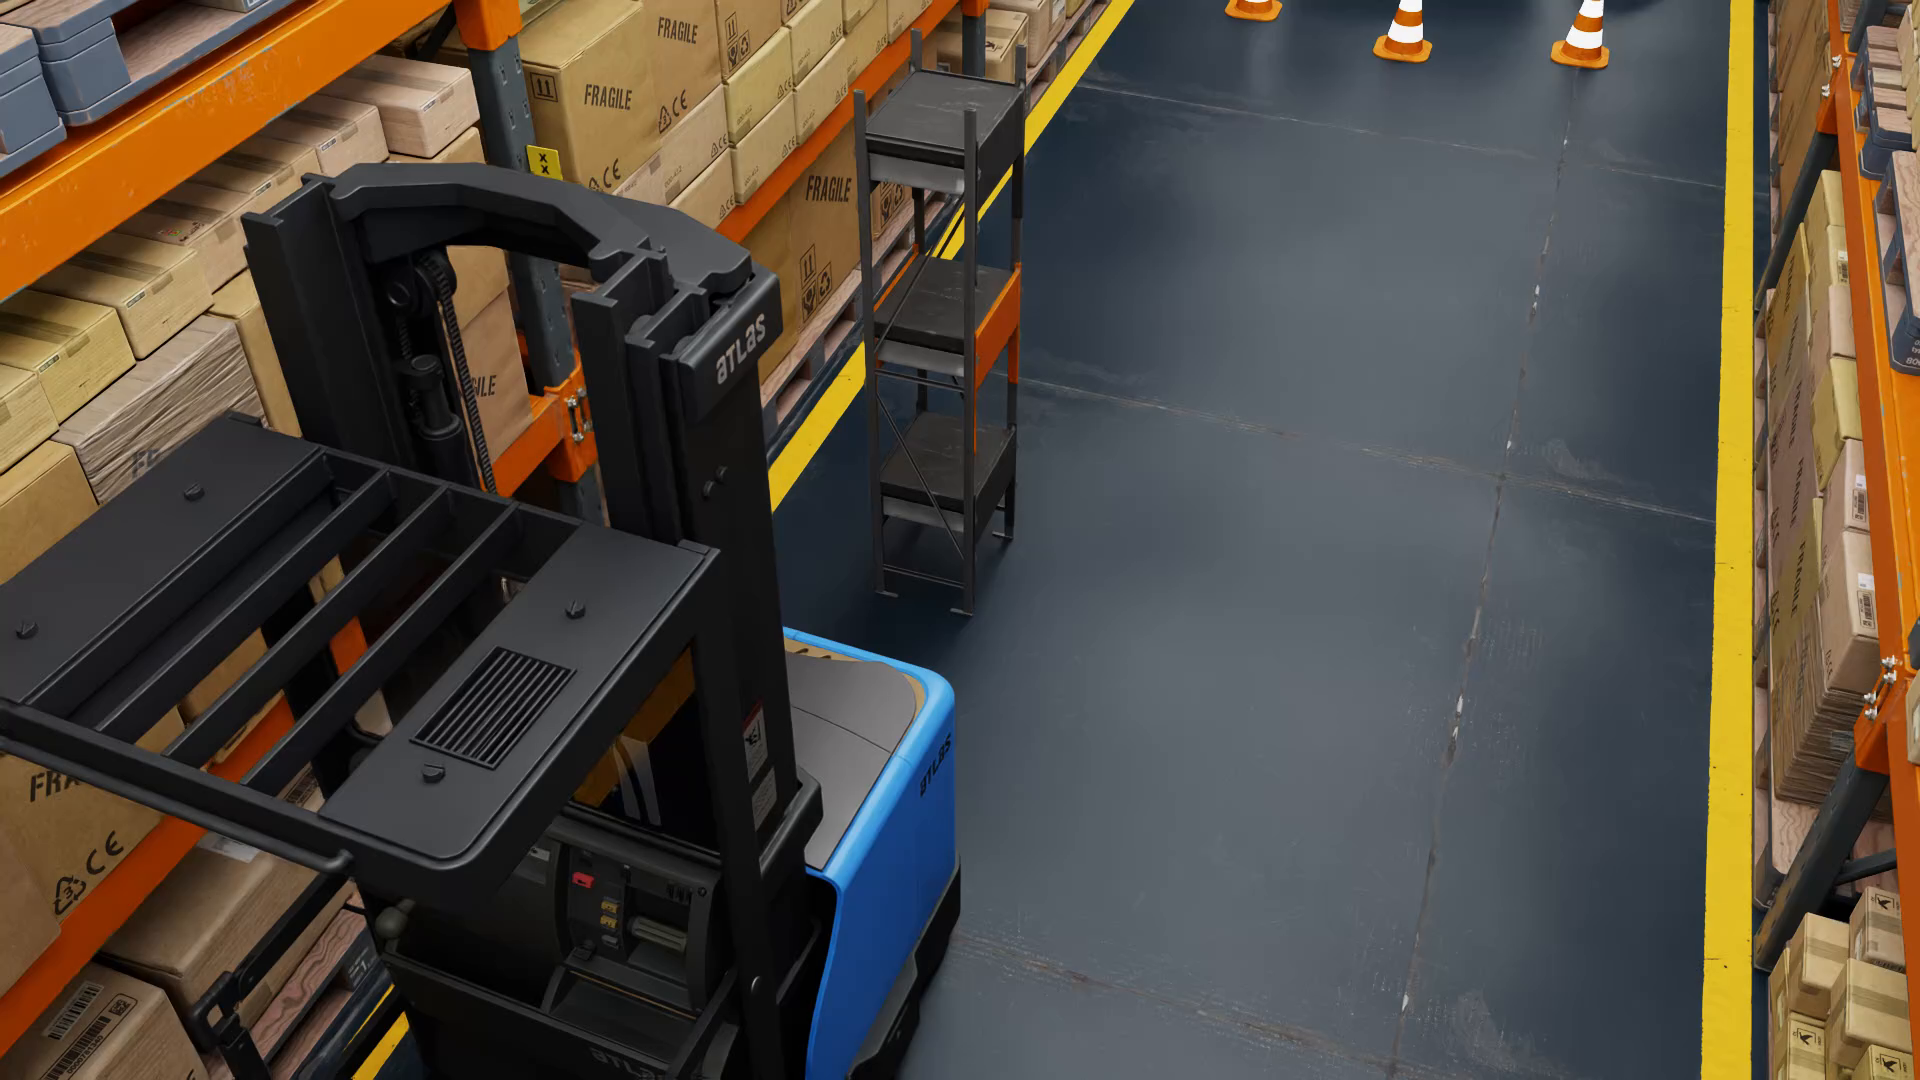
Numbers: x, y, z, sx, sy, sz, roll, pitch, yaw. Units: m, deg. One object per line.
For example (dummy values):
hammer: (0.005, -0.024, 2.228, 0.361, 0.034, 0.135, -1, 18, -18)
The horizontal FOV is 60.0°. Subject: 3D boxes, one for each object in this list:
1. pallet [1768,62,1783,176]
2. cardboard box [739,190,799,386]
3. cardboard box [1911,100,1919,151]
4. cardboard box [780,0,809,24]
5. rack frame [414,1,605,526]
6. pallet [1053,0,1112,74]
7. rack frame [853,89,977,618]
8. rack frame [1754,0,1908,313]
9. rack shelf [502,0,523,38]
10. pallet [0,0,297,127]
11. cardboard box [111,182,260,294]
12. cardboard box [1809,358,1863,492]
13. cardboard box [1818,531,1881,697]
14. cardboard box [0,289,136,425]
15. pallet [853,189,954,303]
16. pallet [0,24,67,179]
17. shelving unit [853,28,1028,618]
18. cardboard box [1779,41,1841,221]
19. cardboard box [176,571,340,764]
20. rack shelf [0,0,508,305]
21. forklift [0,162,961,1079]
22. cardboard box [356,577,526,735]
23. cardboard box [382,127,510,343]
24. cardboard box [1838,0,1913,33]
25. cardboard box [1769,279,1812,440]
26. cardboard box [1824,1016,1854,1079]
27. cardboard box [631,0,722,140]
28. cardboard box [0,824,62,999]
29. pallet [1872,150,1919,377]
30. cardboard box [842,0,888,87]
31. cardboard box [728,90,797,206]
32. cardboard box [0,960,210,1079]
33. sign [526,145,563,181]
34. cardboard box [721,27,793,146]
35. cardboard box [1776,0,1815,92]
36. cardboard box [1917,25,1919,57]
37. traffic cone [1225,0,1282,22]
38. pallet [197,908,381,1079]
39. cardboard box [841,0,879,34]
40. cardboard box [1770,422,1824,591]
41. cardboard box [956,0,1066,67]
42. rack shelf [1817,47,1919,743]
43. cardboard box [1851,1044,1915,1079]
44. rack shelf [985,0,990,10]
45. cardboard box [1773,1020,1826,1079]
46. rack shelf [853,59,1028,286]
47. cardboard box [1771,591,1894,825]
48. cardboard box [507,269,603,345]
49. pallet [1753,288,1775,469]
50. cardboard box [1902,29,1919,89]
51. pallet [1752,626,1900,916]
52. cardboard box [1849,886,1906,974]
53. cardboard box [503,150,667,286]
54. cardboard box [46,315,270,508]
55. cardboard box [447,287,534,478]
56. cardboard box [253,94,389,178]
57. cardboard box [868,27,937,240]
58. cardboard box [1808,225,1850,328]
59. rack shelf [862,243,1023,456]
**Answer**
pallet: (5.088, -2.314, 9.299, 1.003, 0.211, 1.213, 13, 42, 15)
cardboard box: (-1.286, -1.066, 7.002, 0.875, 0.875, 0.875, 14, 43, 16)
cardboard box: (3.712, -1.512, 6.081, 0.380, 0.149, 0.250, 15, 43, 17)
cardboard box: (-0.812, -2.327, 6.320, 0.500, 0.500, 0.500, 13, 42, 14)
rack frame: (-1.725, -0.766, 5.337, 1.000, 3.000, 0.127, 13, 42, 15)
pallet: (0.330, -3.363, 10.529, 1.003, 0.211, 1.213, 13, 42, 15)
rack frame: (-0.140, -0.549, 5.776, 0.400, 2.100, 0.015, 13, 42, 15)
rack frame: (4.329, -2.169, 6.981, 1.000, 3.000, 0.127, 13, 42, 15)
rack shelf: (-1.041, -2.853, 6.026, 1.077, 0.370, 4.000, 13, 42, 15)
pallet: (-2.014, -1.377, 3.810, 1.003, 0.211, 1.213, 13, 42, 15)
cardboard box: (-1.887, -0.728, 3.945, 0.380, 0.149, 0.250, 13, 42, 15)
cardboard box: (3.334, -0.370, 5.897, 0.500, 0.250, 0.500, 12, 42, 13)
cardboard box: (2.978, 0.266, 5.151, 0.500, 0.250, 0.500, 12, 42, 14)
cardboard box: (-2.028, -0.407, 3.569, 0.380, 0.149, 0.250, 12, 42, 14)
pallet: (-0.697, -1.681, 8.557, 1.003, 0.211, 1.213, 13, 42, 15)
pallet: (-2.433, -0.635, 2.941, 1.003, 0.211, 1.213, 13, 42, 15)
shelving unit: (-0.057, -0.698, 5.950, 0.431, 2.100, 0.503, 13, 42, 15)
cardboard box: (4.622, -1.824, 7.987, 1.050, 0.750, 0.750, 13, 42, 14)
cardboard box: (-1.972, 0.160, 4.174, 0.500, 0.500, 0.500, 13, 42, 14)
rack shelf: (-2.409, -0.414, 3.167, 1.077, 0.370, 4.000, 13, 42, 15)
forklift: (-1.033, 0.846, 3.500, 1.130, 2.935, 3.031, 15, 43, 17)
cardboard box: (-2.040, 0.408, 5.611, 0.875, 0.438, 0.875, 13, 42, 14)
cardboard box: (-1.627, -0.835, 4.571, 0.500, 0.500, 0.500, 13, 42, 15)
cardboard box: (4.231, -2.541, 7.340, 0.500, 0.500, 0.500, 13, 42, 15)
cardboard box: (3.679, -0.695, 6.856, 0.500, 0.500, 0.500, 14, 42, 16)
cardboard box: (2.535, 1.407, 4.434, 0.380, 0.149, 0.250, 14, 42, 15)
cardboard box: (-1.156, -1.705, 5.590, 0.500, 0.500, 0.500, 13, 42, 15)
cardboard box: (-2.321, 0.786, 3.441, 0.500, 0.500, 0.500, 13, 42, 15)
pallet: (3.691, -0.879, 5.617, 1.003, 0.211, 1.213, 13, 42, 15)
cardboard box: (-0.633, -2.164, 7.091, 0.500, 0.250, 0.500, 13, 42, 15)
cardboard box: (-0.961, -1.544, 6.364, 0.500, 0.250, 0.500, 13, 42, 15)
cardboard box: (-2.656, 1.504, 4.327, 0.875, 0.438, 0.875, 14, 43, 16)
sign: (-1.203, -1.003, 4.887, 0.100, 0.325, 0.005, 13, 42, 15)
cardboard box: (-0.960, -1.731, 6.198, 0.500, 0.250, 0.500, 14, 42, 16)
cardboard box: (5.236, -2.926, 9.278, 1.050, 0.750, 0.750, 13, 42, 15)
cardboard box: (3.884, -1.930, 6.342, 0.380, 0.149, 0.250, 15, 43, 17)
traffic cone: (1.902, -3.613, 10.629, 0.336, 0.463, 0.334, 13, 42, 15)
pallet: (-2.474, 1.488, 4.843, 1.003, 0.211, 1.213, 13, 42, 15)
cardboard box: (-0.612, -2.357, 6.932, 0.500, 0.250, 0.500, 12, 42, 14)
cardboard box: (3.333, -0.070, 6.123, 0.500, 0.500, 0.500, 12, 42, 14)
cardboard box: (0.090, -3.160, 9.844, 0.950, 0.372, 0.625, 13, 42, 14)
rack shelf: (3.645, -0.675, 5.785, 1.077, 0.370, 4.000, 13, 42, 15)
cardboard box: (2.459, 1.454, 4.150, 0.380, 0.149, 0.250, 13, 42, 14)
rack shelf: (0.327, -4.152, 9.860, 1.077, 0.370, 4.000, 13, 42, 15)
cardboard box: (2.444, 1.509, 4.543, 0.380, 0.149, 0.250, 14, 43, 16)
rack shelf: (-0.057, -1.220, 5.505, 0.431, 0.518, 0.480, 13, 42, 15)
cardboard box: (2.978, 0.555, 5.391, 0.500, 0.500, 0.500, 13, 42, 14)
cardboard box: (-1.326, -0.919, 5.631, 0.500, 0.250, 0.500, 12, 42, 14)
pallet: (4.061, -0.632, 7.328, 1.003, 0.211, 1.213, 13, 42, 15)
cardboard box: (3.895, -1.841, 6.467, 0.380, 0.149, 0.250, 15, 43, 17)
pallet: (3.226, 0.857, 5.583, 1.003, 0.211, 1.213, 13, 42, 15)
cardboard box: (2.649, 1.134, 4.525, 0.380, 0.149, 0.250, 15, 43, 17)
cardboard box: (-1.309, -1.105, 5.464, 0.500, 0.250, 0.500, 12, 42, 14)
cardboard box: (-1.973, -0.215, 3.844, 0.500, 0.500, 0.500, 14, 42, 16)
cardboard box: (-1.643, -0.464, 4.906, 0.500, 0.500, 0.500, 14, 42, 15)
cardboard box: (-1.723, -1.036, 4.306, 0.380, 0.149, 0.250, 14, 43, 16)
cardboard box: (-0.671, -2.154, 8.277, 0.875, 0.875, 0.875, 13, 42, 15)
cardboard box: (3.693, -0.987, 6.620, 0.500, 0.250, 0.500, 13, 42, 15)
rack shelf: (-0.057, -0.687, 5.959, 0.431, 0.518, 0.480, 13, 42, 15)
